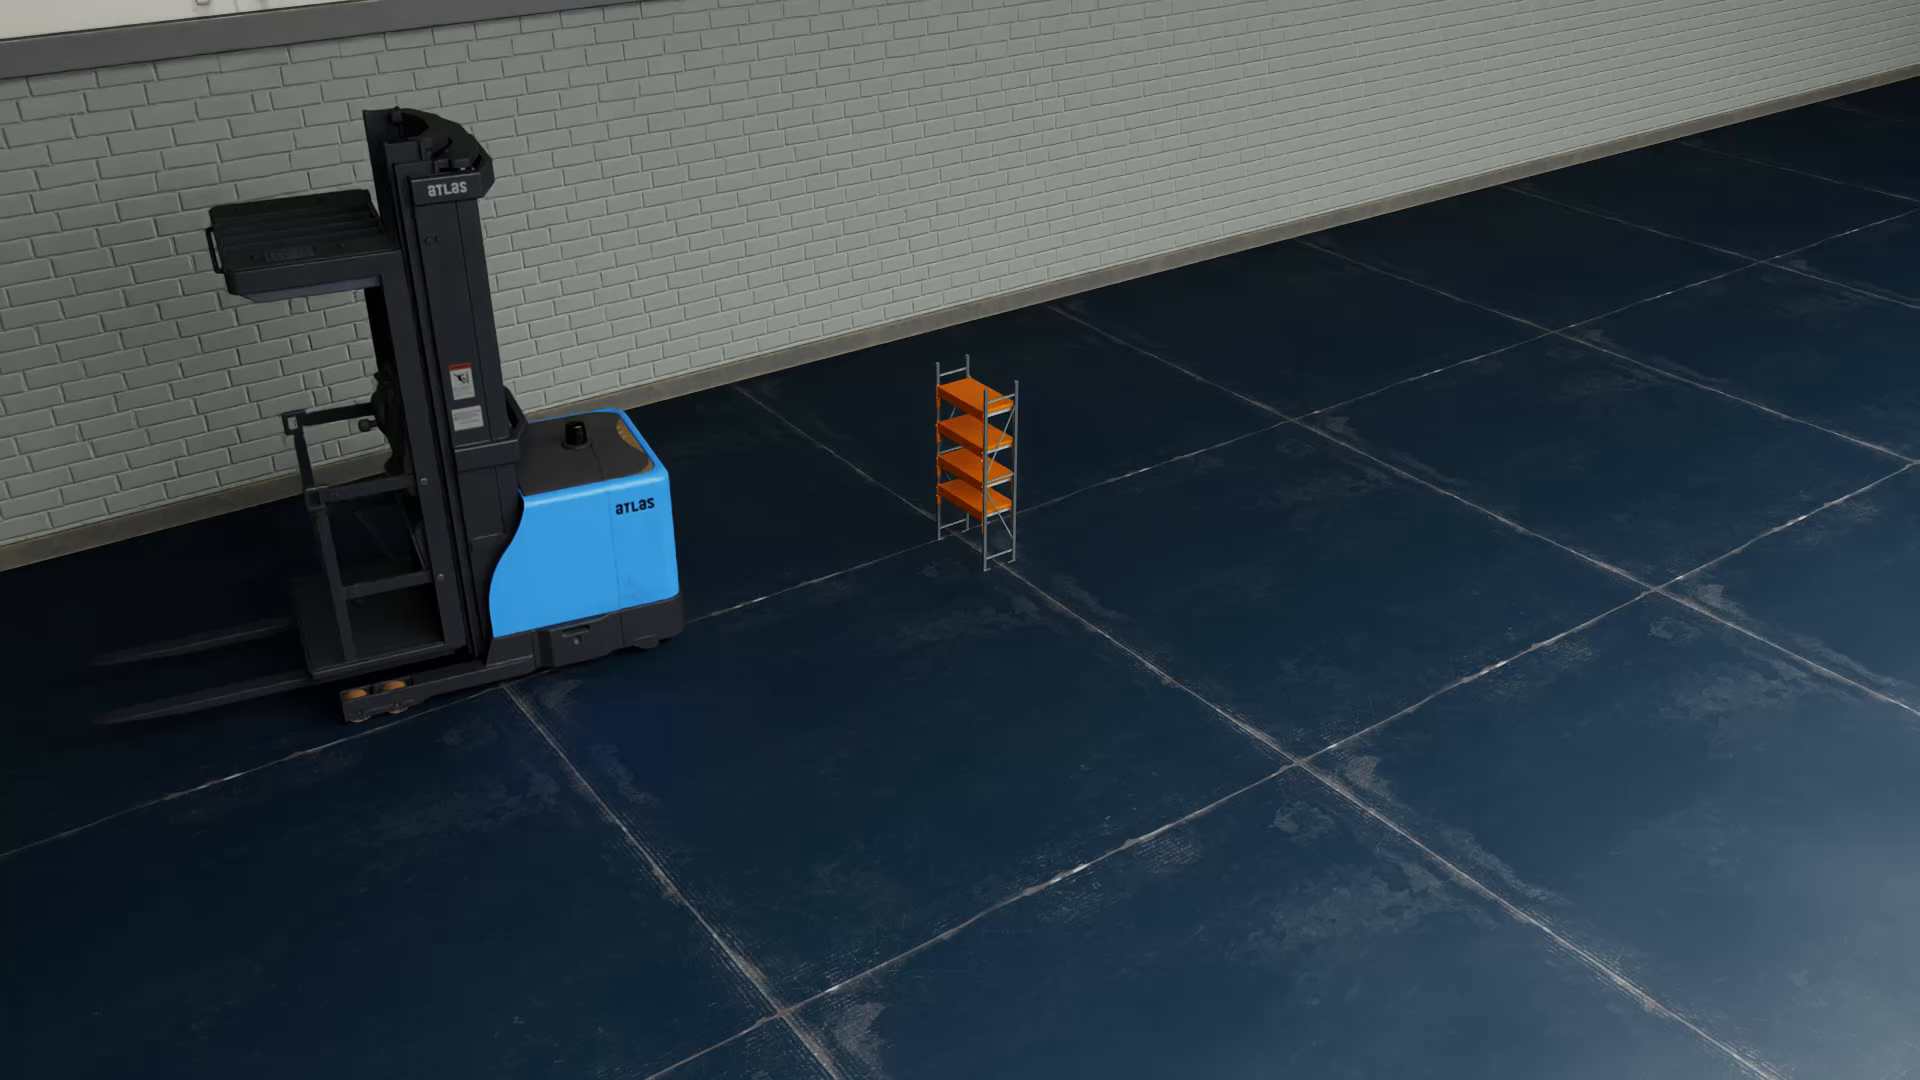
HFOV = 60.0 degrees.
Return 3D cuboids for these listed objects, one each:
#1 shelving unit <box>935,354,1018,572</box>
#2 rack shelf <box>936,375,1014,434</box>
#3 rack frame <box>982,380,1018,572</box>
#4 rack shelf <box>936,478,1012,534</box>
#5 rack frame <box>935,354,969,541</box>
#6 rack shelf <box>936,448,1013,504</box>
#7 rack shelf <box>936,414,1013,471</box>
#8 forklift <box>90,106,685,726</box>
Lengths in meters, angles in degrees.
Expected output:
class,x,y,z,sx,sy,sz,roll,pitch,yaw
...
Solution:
class,x,y,z,sx,sy,sz,roll,pitch,yaw
shelving unit,0.096,-0.463,10.072,0.258,1.200,0.503,-19,34,-31
rack shelf,0.096,-0.808,9.884,0.258,0.148,0.480,-19,34,-31
rack frame,0.238,-0.368,9.897,0.240,1.200,0.015,-19,34,-31
rack shelf,0.096,-0.229,10.199,0.258,0.148,0.480,-19,34,-31
rack frame,-0.046,-0.558,10.246,0.240,1.200,0.015,-19,34,-31
rack shelf,0.096,-0.404,10.104,0.258,0.148,0.480,-19,34,-31
rack shelf,0.096,-0.600,9.997,0.258,0.148,0.480,-19,34,-31
forklift,-3.114,-0.621,8.549,3.031,2.935,1.130,-13,31,-22
